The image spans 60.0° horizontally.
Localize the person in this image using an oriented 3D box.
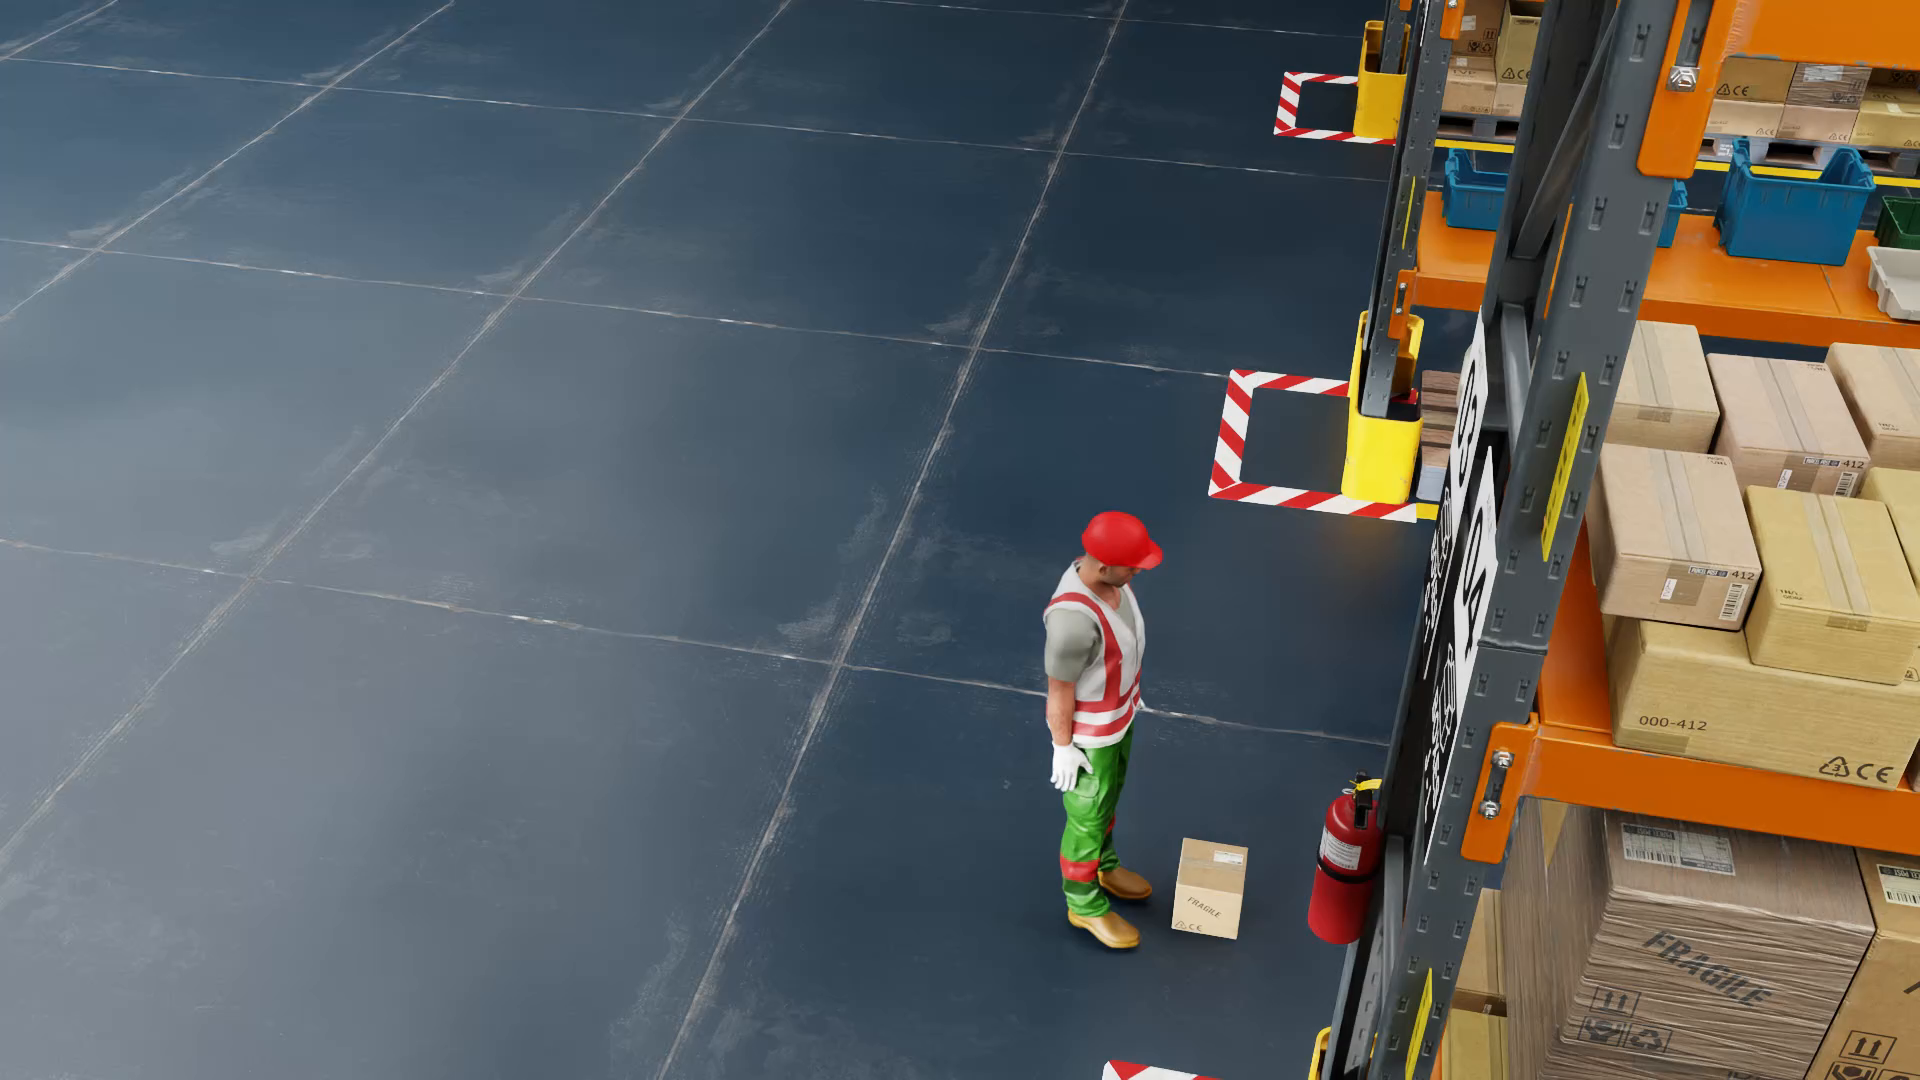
[{"bbox_3d":[0.541,0.660,6.015,0.459,1.792,0.567,13,38,16],"label":"person"}]
